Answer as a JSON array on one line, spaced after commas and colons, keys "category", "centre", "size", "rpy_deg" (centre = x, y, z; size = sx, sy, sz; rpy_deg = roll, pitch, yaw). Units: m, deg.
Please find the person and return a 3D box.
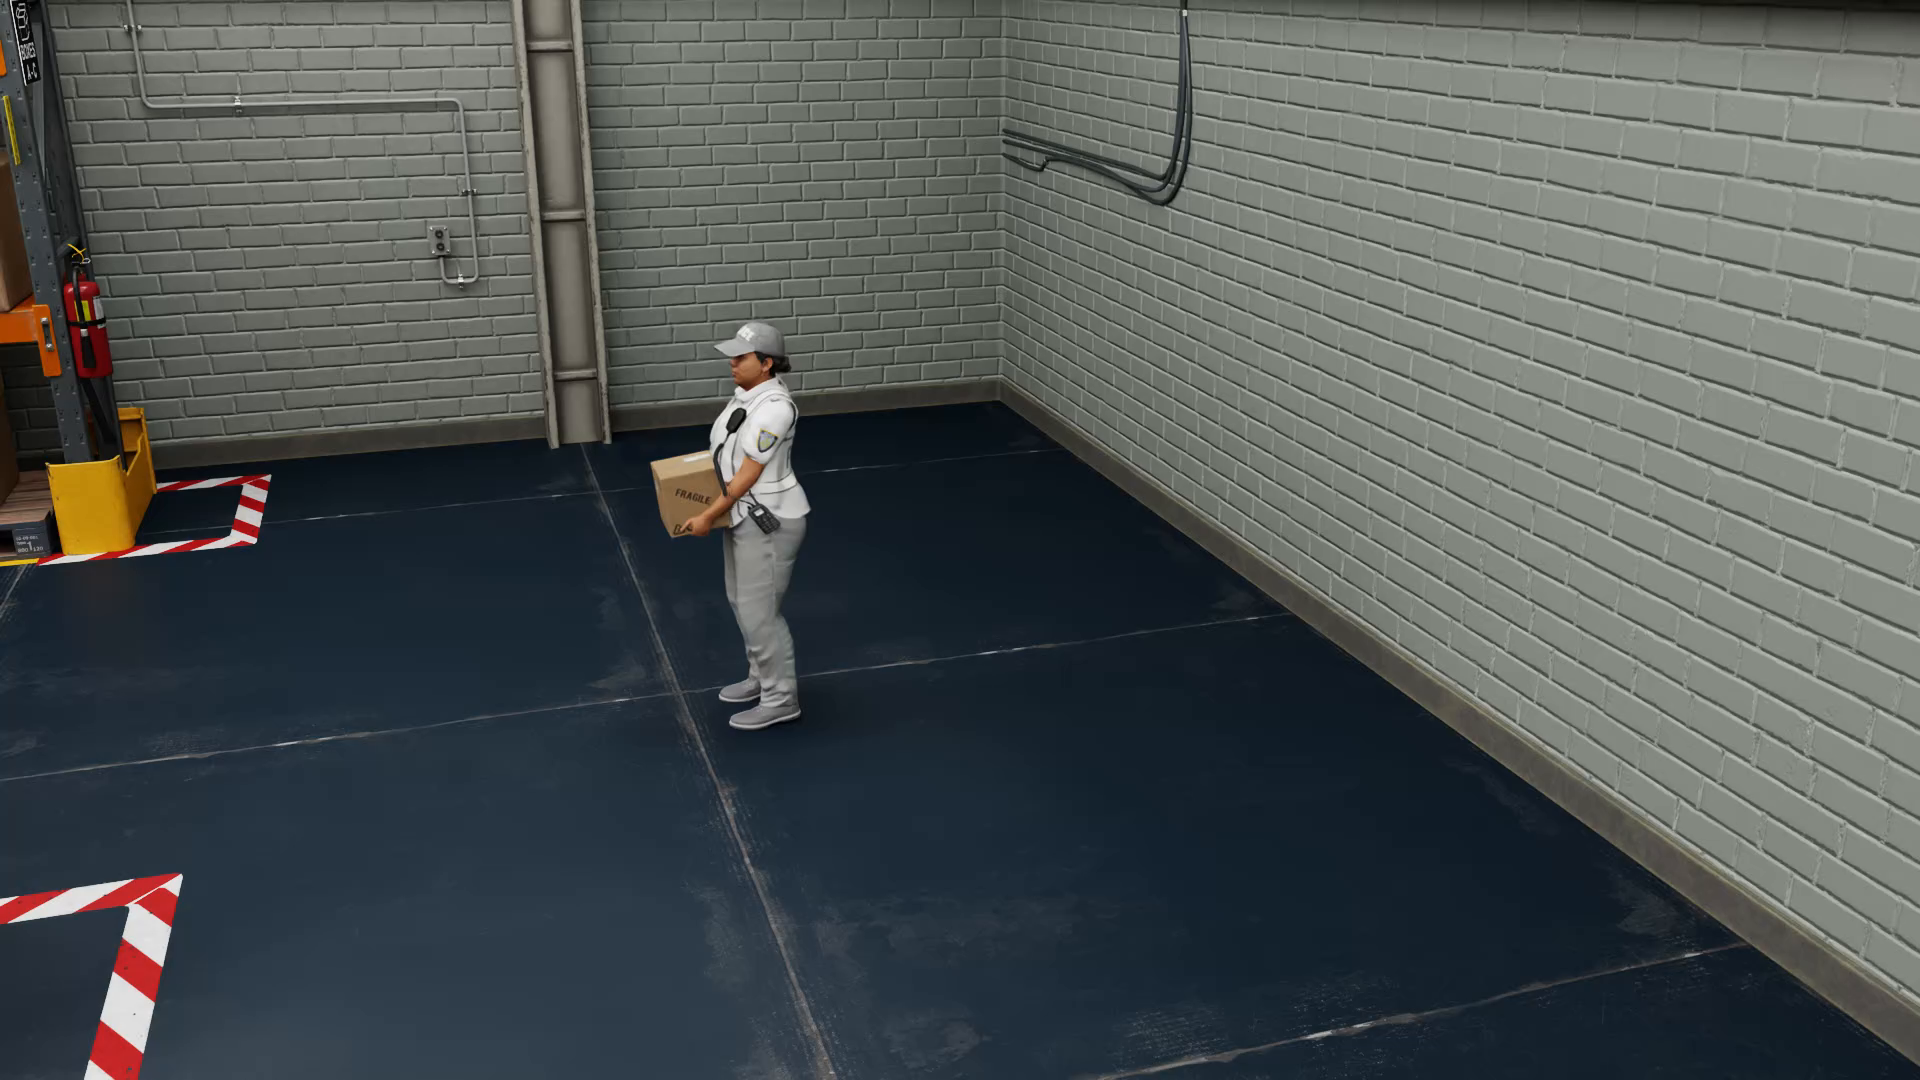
[{"category": "person", "centre": [-0.884, -0.059, 6.746], "size": [0.539, 1.662, 0.452], "rpy_deg": [-6, 20, -17]}]
